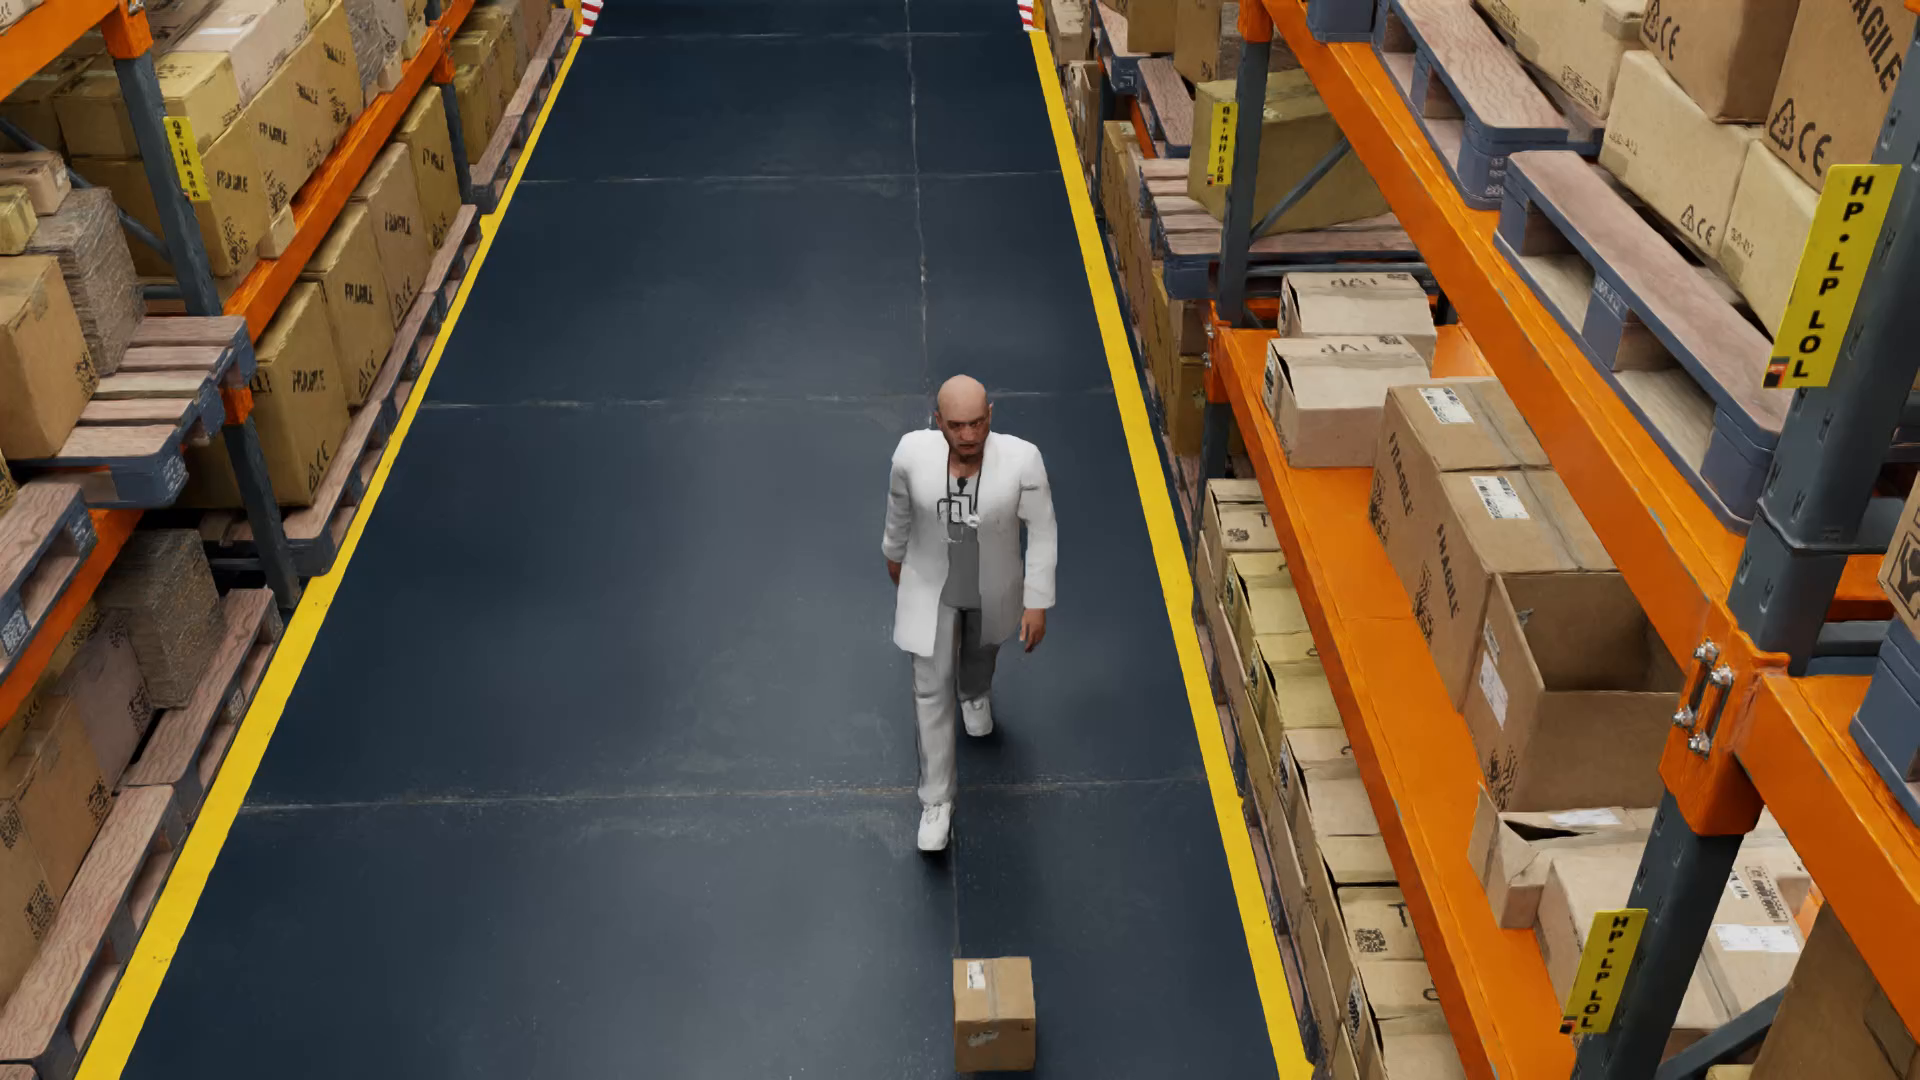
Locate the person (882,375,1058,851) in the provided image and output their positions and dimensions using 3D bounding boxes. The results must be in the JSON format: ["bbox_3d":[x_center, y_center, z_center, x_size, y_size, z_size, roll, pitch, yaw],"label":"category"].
[{"bbox_3d":[0.028,0.178,5.903,0.622,1.720,1.053,0,35,-1],"label":"person"}]
